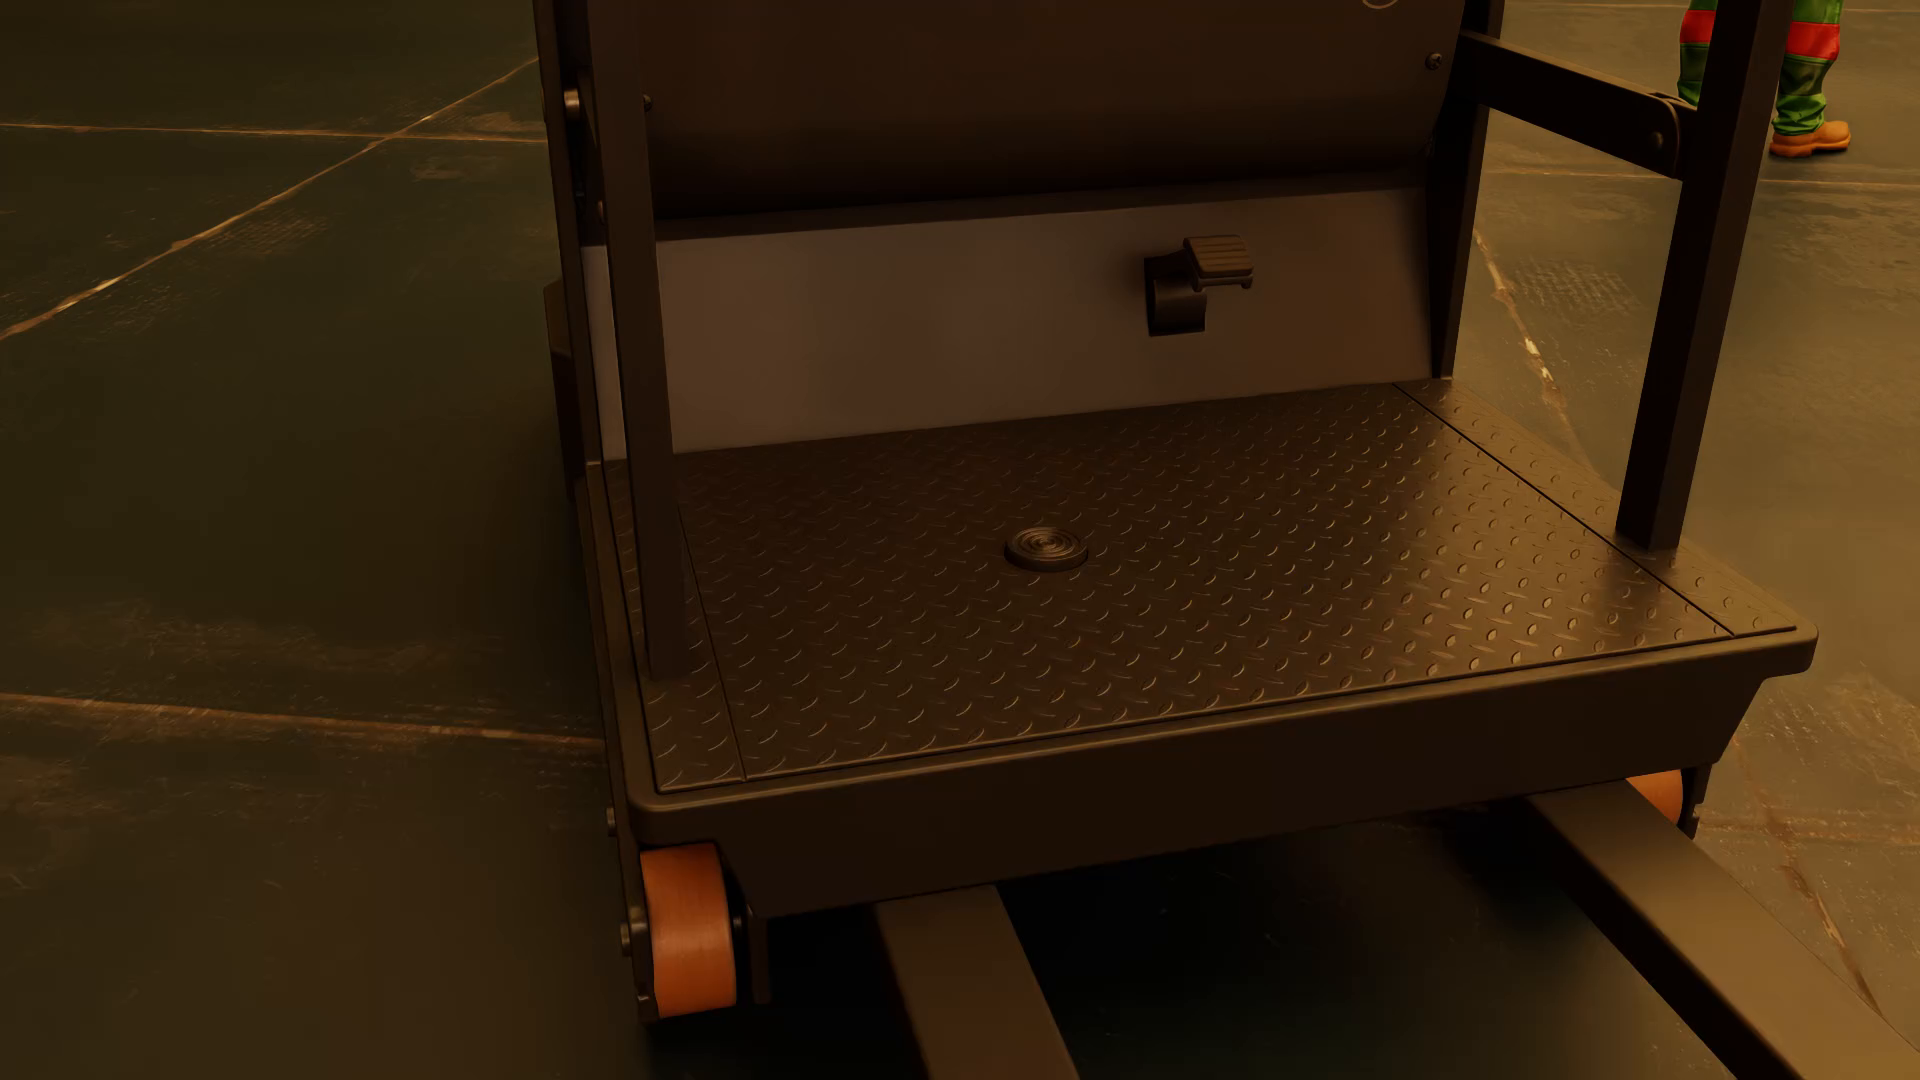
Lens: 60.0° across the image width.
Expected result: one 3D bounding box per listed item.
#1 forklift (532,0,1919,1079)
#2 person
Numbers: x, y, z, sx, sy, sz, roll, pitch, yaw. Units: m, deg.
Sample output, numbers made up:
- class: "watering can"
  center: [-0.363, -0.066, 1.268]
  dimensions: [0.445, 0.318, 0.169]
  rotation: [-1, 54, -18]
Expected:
- class: "forklift"
  center: [0.153, -1.049, 1.319]
  dimensions: [1.130, 2.935, 3.031]
  rotation: [-7, 27, -13]
- class: "person"
  center: [2.252, -1.954, 4.429]
  dimensions: [0.618, 1.779, 0.456]
  rotation: [22, 34, 36]
